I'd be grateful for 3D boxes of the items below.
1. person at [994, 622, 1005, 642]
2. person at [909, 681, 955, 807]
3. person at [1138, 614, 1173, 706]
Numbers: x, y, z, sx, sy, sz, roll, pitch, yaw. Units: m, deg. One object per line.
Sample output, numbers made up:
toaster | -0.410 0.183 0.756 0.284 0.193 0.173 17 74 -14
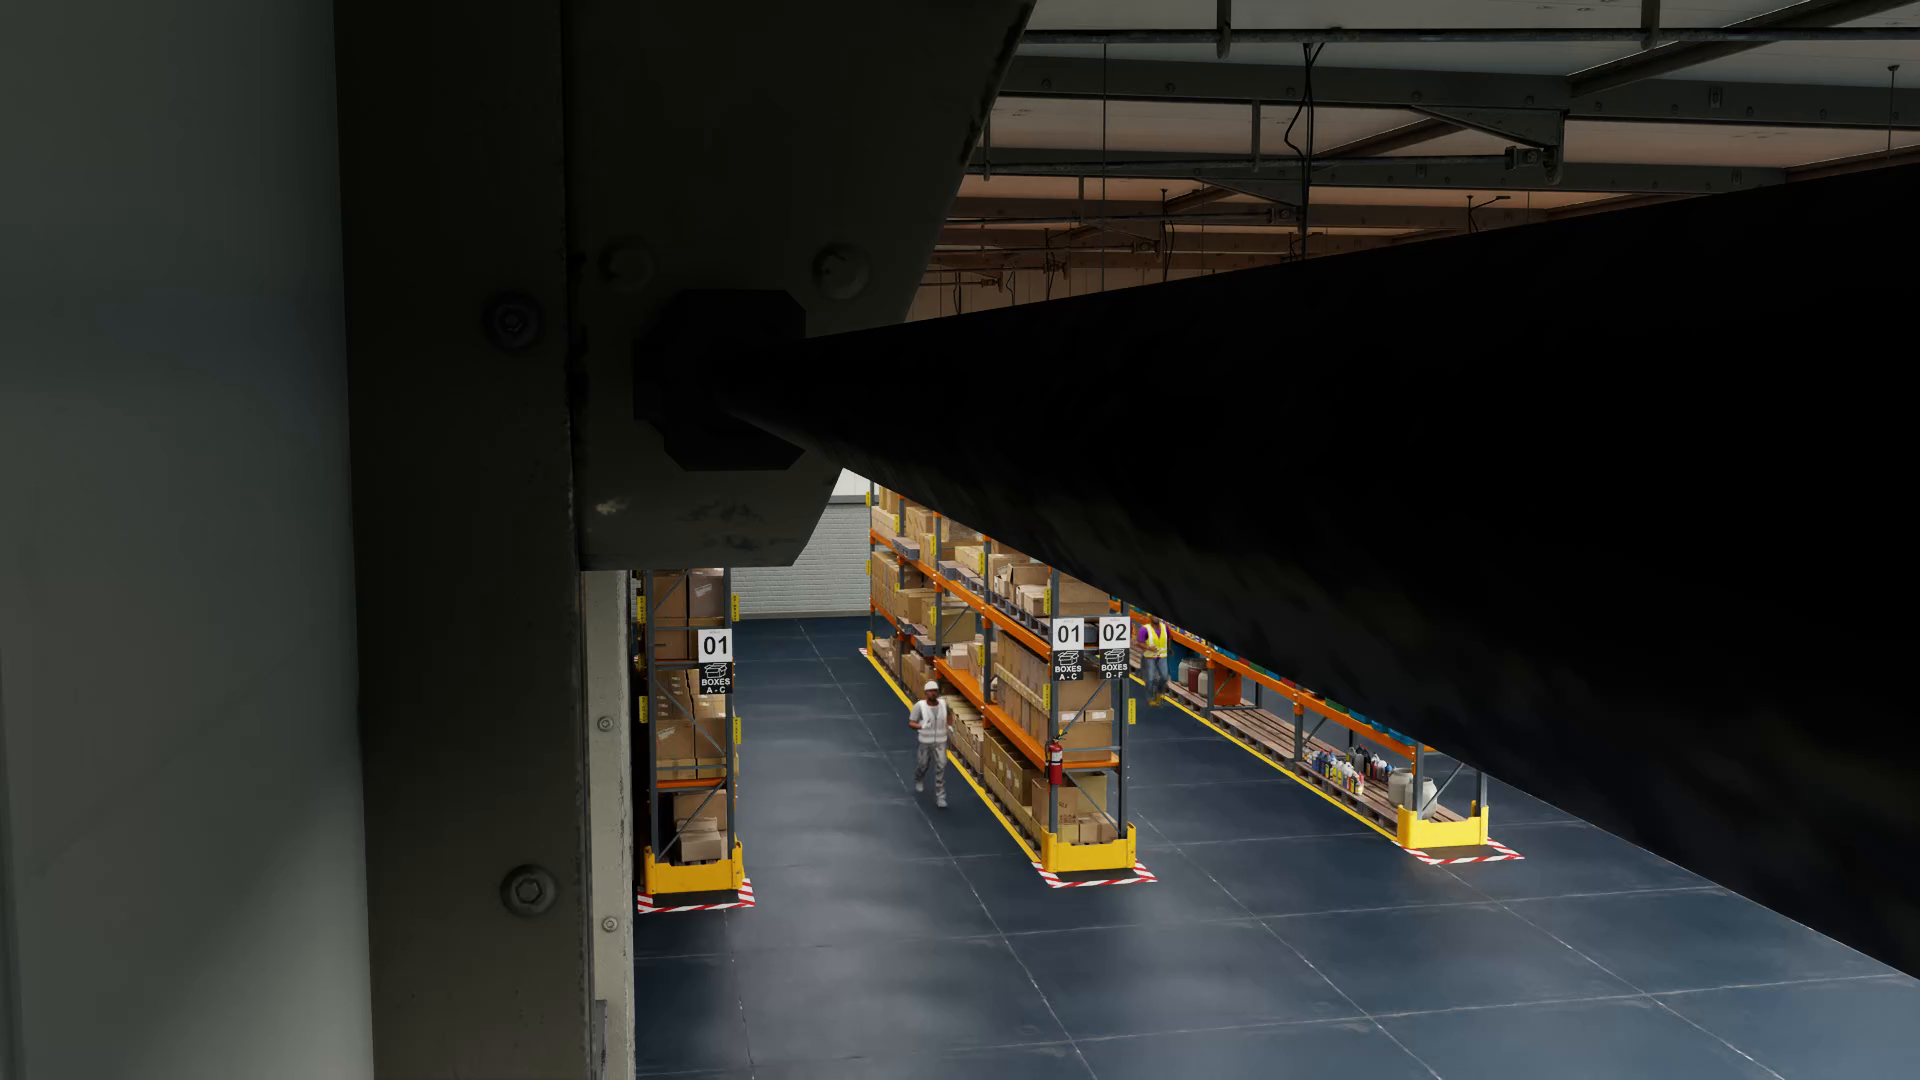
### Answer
person | 0.915 1.843 35.130 0.586 1.614 0.567 -3 7 -25
person | -0.402 2.916 24.062 0.690 1.759 1.004 -1 6 -14
person | 3.494 2.096 29.511 0.686 1.756 0.617 -1 6 -13
